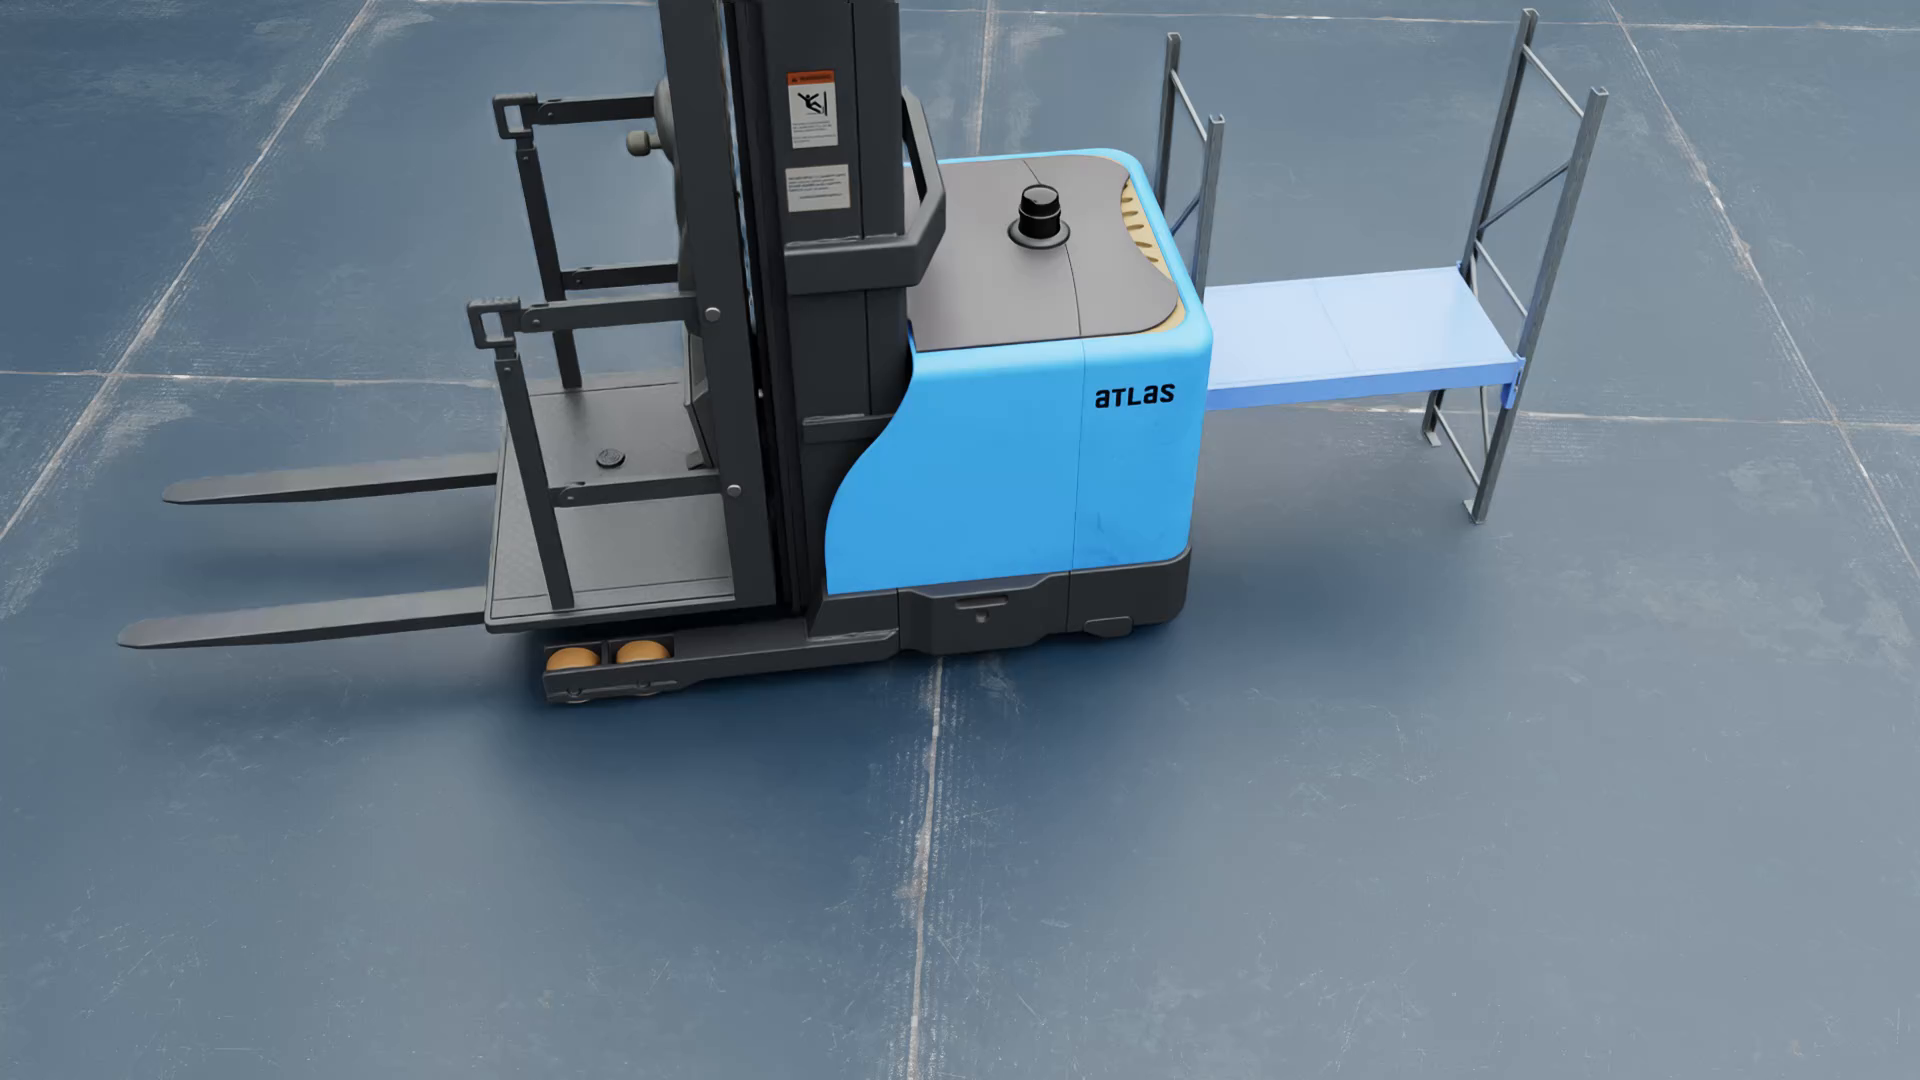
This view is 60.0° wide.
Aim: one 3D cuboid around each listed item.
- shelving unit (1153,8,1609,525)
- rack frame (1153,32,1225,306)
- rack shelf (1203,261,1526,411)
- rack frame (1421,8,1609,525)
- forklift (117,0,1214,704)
[{"bbox_3d":[1.119,-0.717,4.919,1.048,1.500,0.538,-6,43,-6],"label":"shelving unit"},{"bbox_3d":[0.616,-0.667,4.866,0.032,1.500,0.500,-6,43,-6],"label":"rack frame"},{"bbox_3d":[1.119,-0.585,5.042,1.000,0.185,0.538,-6,43,-6],"label":"rack shelf"},{"bbox_3d":[1.622,-0.767,4.973,0.032,1.500,0.500,-6,43,-6],"label":"rack frame"},{"bbox_3d":[-0.890,-0.993,4.165,3.031,2.935,1.130,-6,43,-6],"label":"forklift"}]
